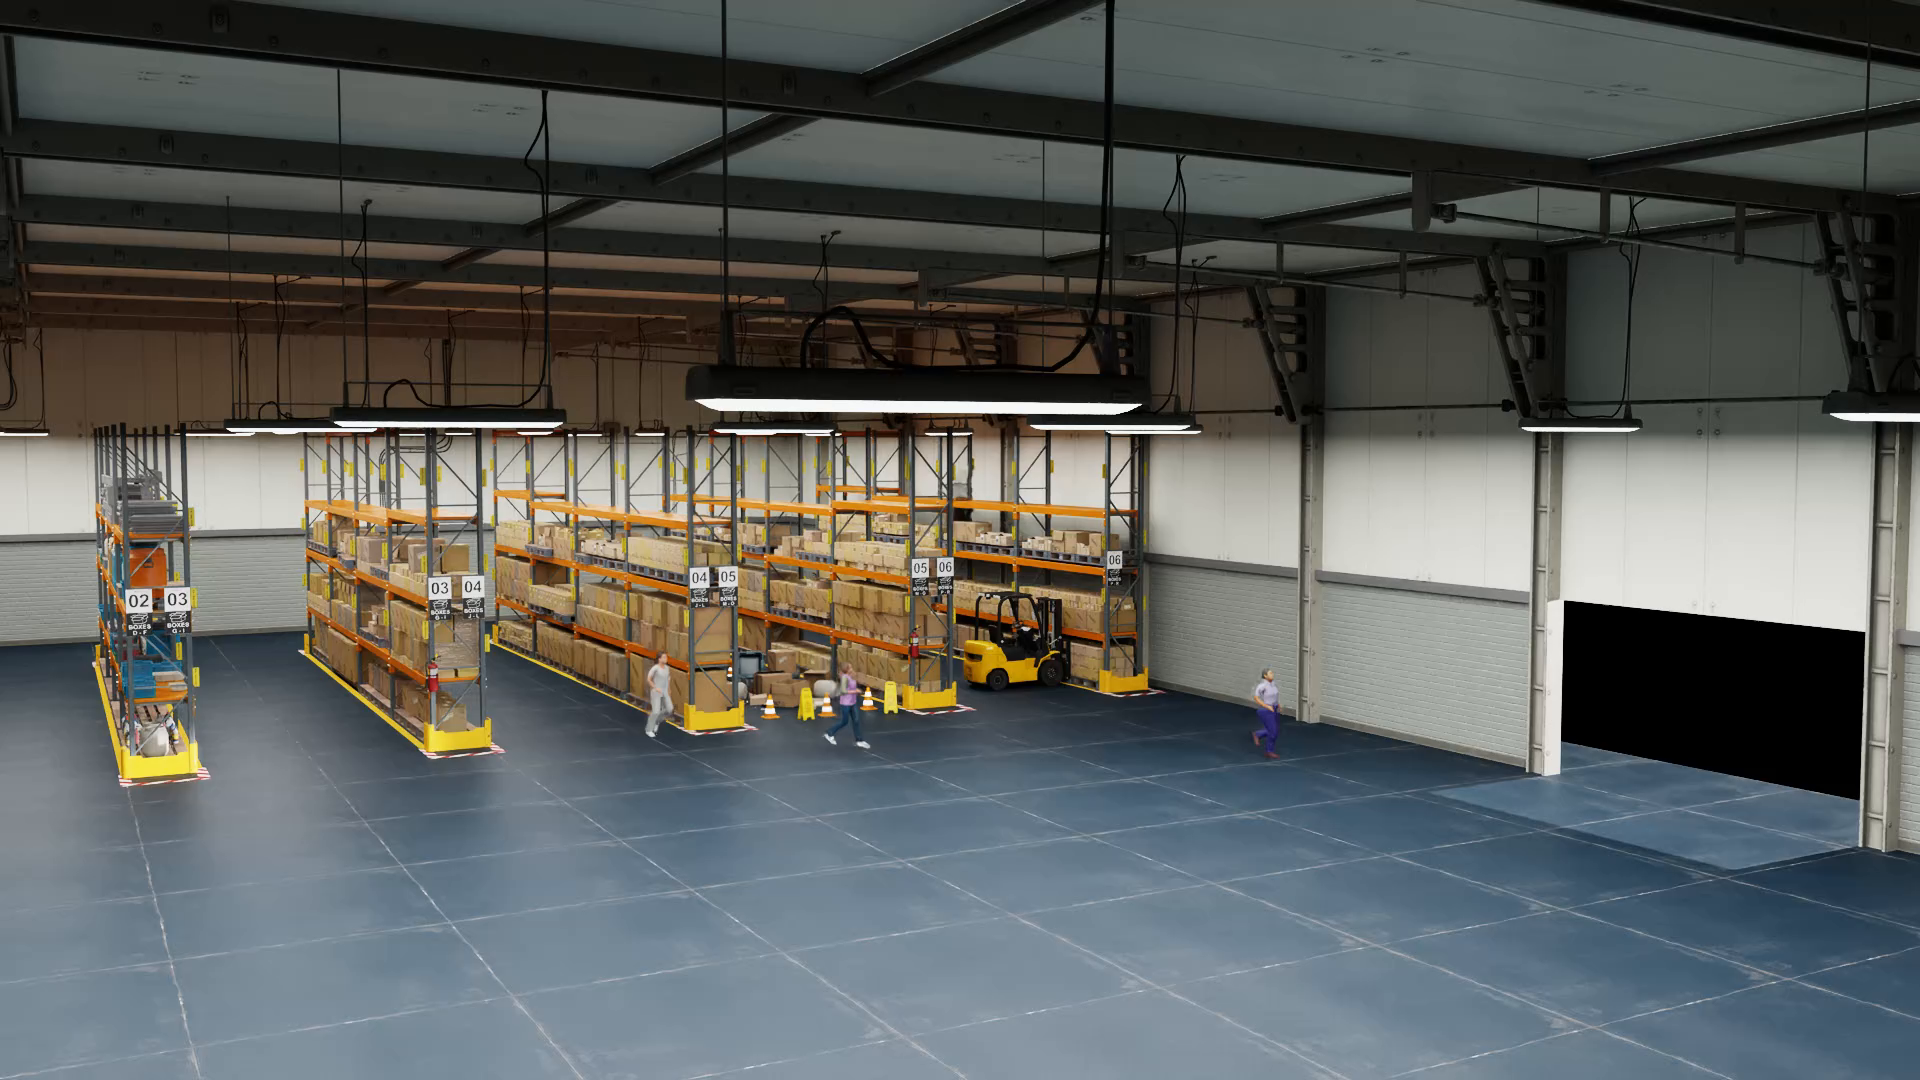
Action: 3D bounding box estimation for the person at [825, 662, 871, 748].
[{"bbox_3d":[-2.076,3.044,30.672,0.882,1.579,0.534,1,4,18],"label":"person"}]

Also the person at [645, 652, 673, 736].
[{"bbox_3d":[-5.777,2.969,32.183,0.524,1.617,0.605,3,5,40],"label":"person"}]

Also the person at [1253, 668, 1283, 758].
[{"bbox_3d":[5.516,3.114,30.054,0.592,1.611,0.608,3,4,37],"label":"person"}]
